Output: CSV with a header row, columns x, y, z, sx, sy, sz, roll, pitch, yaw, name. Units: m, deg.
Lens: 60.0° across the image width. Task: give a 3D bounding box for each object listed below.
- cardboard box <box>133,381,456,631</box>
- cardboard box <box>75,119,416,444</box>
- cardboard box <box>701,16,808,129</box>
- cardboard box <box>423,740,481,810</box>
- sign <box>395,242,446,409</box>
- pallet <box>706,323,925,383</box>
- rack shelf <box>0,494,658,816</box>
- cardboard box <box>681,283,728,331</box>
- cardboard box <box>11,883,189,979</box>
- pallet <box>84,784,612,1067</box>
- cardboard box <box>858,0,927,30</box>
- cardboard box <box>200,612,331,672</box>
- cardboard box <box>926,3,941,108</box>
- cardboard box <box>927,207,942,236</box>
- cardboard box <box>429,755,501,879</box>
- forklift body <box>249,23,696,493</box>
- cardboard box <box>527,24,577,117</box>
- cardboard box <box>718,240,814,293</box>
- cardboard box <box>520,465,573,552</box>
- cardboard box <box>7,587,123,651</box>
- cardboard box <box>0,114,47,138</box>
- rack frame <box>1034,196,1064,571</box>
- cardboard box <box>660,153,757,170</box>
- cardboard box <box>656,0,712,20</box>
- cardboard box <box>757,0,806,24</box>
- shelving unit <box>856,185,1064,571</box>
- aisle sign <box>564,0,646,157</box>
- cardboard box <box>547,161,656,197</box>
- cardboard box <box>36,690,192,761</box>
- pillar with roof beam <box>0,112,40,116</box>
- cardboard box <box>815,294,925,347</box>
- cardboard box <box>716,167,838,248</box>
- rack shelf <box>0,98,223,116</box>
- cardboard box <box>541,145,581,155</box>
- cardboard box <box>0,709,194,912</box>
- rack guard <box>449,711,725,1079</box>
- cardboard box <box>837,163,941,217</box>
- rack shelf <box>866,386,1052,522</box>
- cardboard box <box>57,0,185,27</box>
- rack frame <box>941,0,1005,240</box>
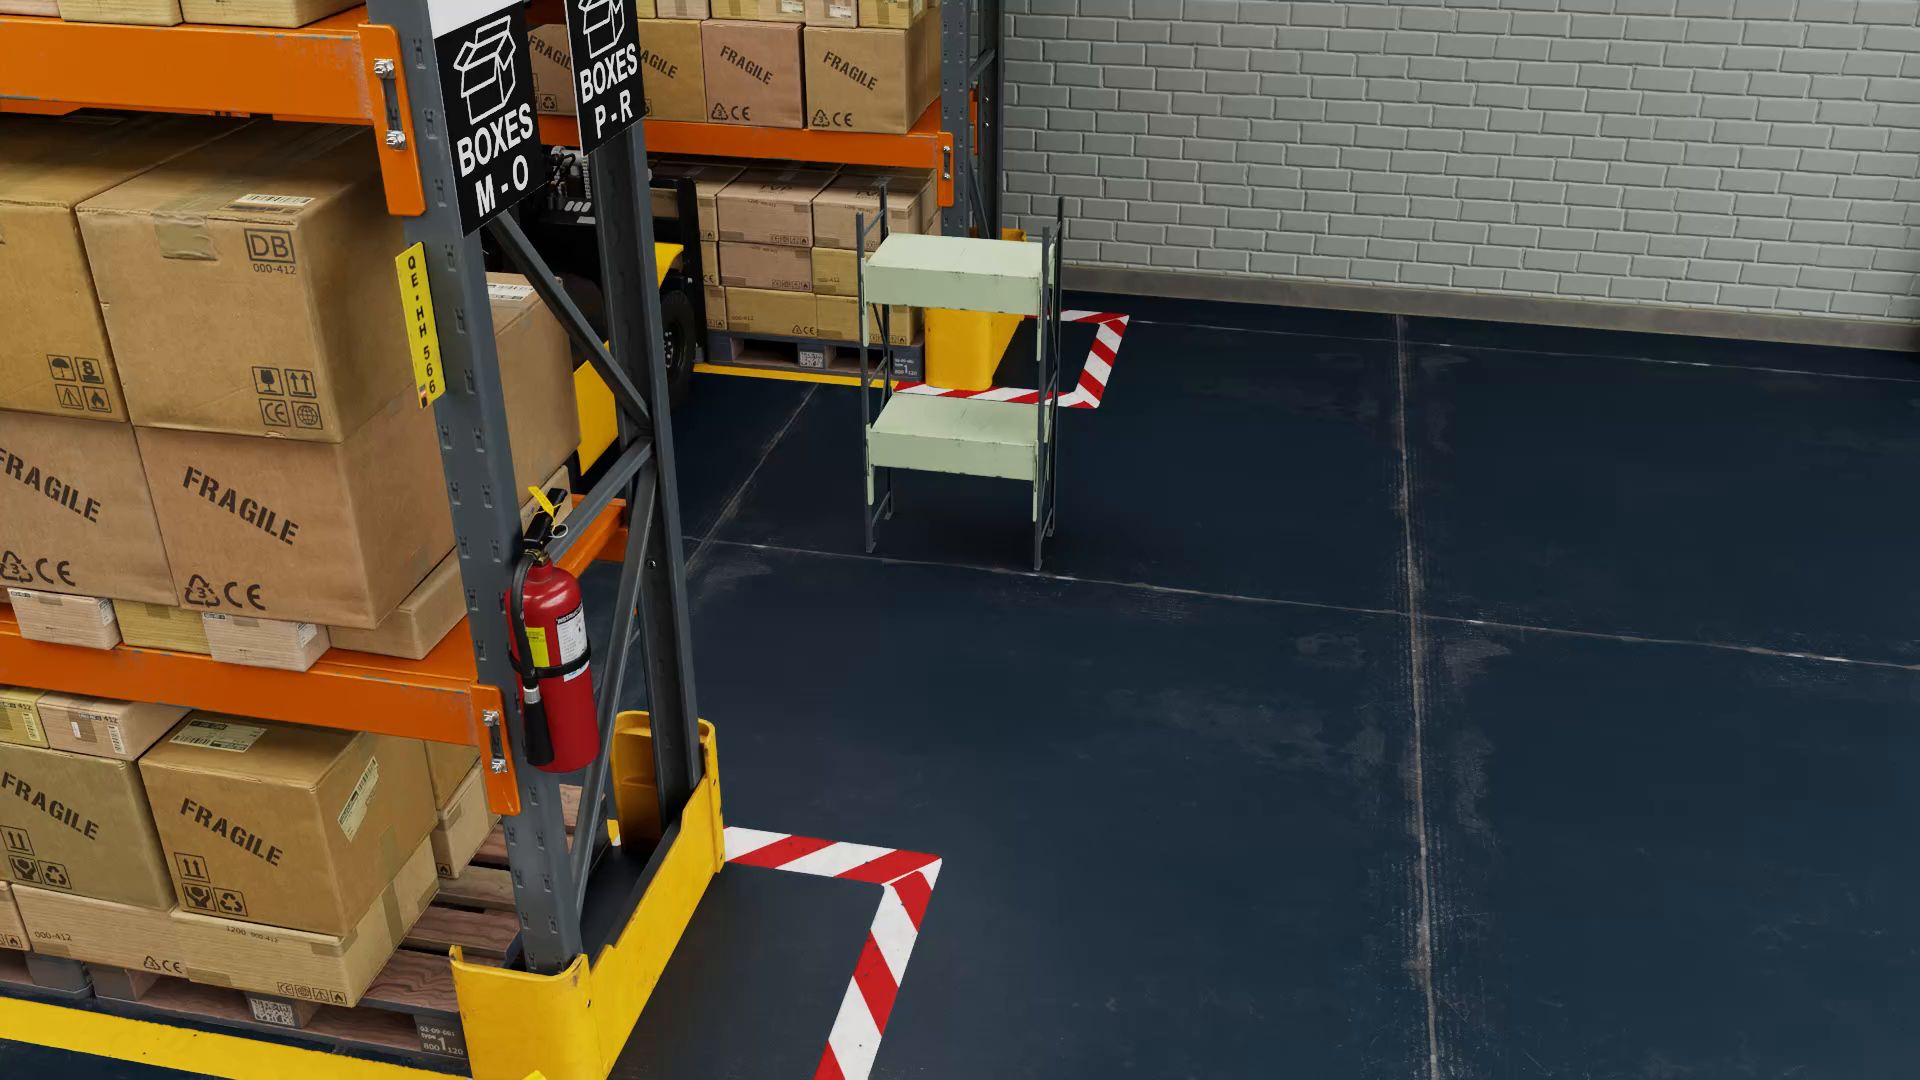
x,y,z,sx,sy,sz,roll,pitch,yaw,name
-1.549,-0.146,3.979,0.500,0.500,0.500,5,29,10,cardboard box
-1.506,-0.608,3.782,0.500,0.500,0.700,5,29,9,cardboard box
-0.970,-2.404,8.414,0.500,0.500,0.500,7,29,12,cardboard box
-1.716,0.433,4.980,0.500,0.500,0.500,5,29,9,cardboard box
-1.097,-0.435,3.385,0.005,0.325,0.100,6,29,11,sign
-0.685,-1.212,9.244,1.213,0.211,1.003,6,29,11,pallet
-2.917,0.068,4.751,4.000,0.370,1.077,6,29,11,rack shelf
-1.425,-1.364,9.043,0.500,0.250,0.500,6,29,11,cardboard box
-2.313,0.965,4.790,0.500,0.250,0.500,6,29,11,cardboard box
-1.822,1.071,5.074,1.213,0.211,1.003,6,29,11,pallet
-0.326,-2.610,8.114,0.250,0.149,0.380,6,29,11,cardboard box
-1.642,0.153,4.108,0.250,0.149,0.380,6,29,10,cardboard box
-0.355,-2.602,8.775,0.500,0.500,0.500,7,29,12,cardboard box
-0.345,-1.720,9.174,0.500,0.250,0.500,6,29,11,cardboard box
-1.692,0.764,5.156,0.500,0.250,0.500,6,29,10,cardboard box
-2.164,-1.339,7.456,1.214,2.155,2.313,6,29,11,forklift body
-1.965,-2.501,8.590,0.500,0.500,0.500,6,29,11,cardboard box
-0.958,-1.533,8.832,0.500,0.250,0.500,6,29,10,cardboard box
-1.250,-0.068,4.512,0.250,0.149,0.380,6,29,11,cardboard box
-2.147,0.106,4.195,0.250,0.149,0.380,6,29,11,cardboard box
-2.520,-0.665,3.887,0.500,0.500,0.700,6,29,10,cardboard box
0.364,-0.620,6.822,0.023,1.500,0.400,6,29,11,rack frame
-1.335,-2.035,9.229,0.500,0.250,0.500,6,29,10,cardboard box
-1.334,-2.711,8.299,0.250,0.149,0.380,5,29,9,cardboard box
-0.823,-2.676,8.235,0.250,0.149,0.380,6,29,12,cardboard box
0.007,-0.657,6.889,0.755,1.500,0.431,6,29,11,shelving unit
-0.836,-1.326,3.842,0.004,0.787,0.394,6,29,11,aisle sign
-1.934,-1.843,8.878,0.500,0.250,0.500,5,29,10,cardboard box
-2.172,0.399,4.368,0.250,0.149,0.380,7,29,12,cardboard box
-7.188,-4.083,5.336,0.400,9.000,9.100,6,29,11,pillar with roof beam
-0.454,-1.255,8.845,0.500,0.250,0.500,6,29,11,cardboard box
-0.944,-1.743,8.695,0.500,0.250,0.500,6,29,11,cardboard box
-5.796,-2.664,9.742,4.000,0.370,1.077,6,29,11,rack shelf
-2.328,-2.137,9.414,0.500,0.250,0.500,6,29,11,cardboard box
-2.310,0.638,4.607,0.500,0.500,0.500,7,29,12,cardboard box
-1.035,1.042,4.826,0.348,0.500,1.175,6,29,11,rack guard
-0.359,-1.932,9.040,0.500,0.250,0.500,5,29,10,cardboard box
0.007,-0.371,7.045,0.720,0.370,0.431,6,29,11,rack shelf
-1.618,-1.166,3.395,0.250,0.149,0.380,6,29,11,cardboard box
0.072,-2.378,8.470,0.127,3.000,1.000,6,29,11,rack frame
